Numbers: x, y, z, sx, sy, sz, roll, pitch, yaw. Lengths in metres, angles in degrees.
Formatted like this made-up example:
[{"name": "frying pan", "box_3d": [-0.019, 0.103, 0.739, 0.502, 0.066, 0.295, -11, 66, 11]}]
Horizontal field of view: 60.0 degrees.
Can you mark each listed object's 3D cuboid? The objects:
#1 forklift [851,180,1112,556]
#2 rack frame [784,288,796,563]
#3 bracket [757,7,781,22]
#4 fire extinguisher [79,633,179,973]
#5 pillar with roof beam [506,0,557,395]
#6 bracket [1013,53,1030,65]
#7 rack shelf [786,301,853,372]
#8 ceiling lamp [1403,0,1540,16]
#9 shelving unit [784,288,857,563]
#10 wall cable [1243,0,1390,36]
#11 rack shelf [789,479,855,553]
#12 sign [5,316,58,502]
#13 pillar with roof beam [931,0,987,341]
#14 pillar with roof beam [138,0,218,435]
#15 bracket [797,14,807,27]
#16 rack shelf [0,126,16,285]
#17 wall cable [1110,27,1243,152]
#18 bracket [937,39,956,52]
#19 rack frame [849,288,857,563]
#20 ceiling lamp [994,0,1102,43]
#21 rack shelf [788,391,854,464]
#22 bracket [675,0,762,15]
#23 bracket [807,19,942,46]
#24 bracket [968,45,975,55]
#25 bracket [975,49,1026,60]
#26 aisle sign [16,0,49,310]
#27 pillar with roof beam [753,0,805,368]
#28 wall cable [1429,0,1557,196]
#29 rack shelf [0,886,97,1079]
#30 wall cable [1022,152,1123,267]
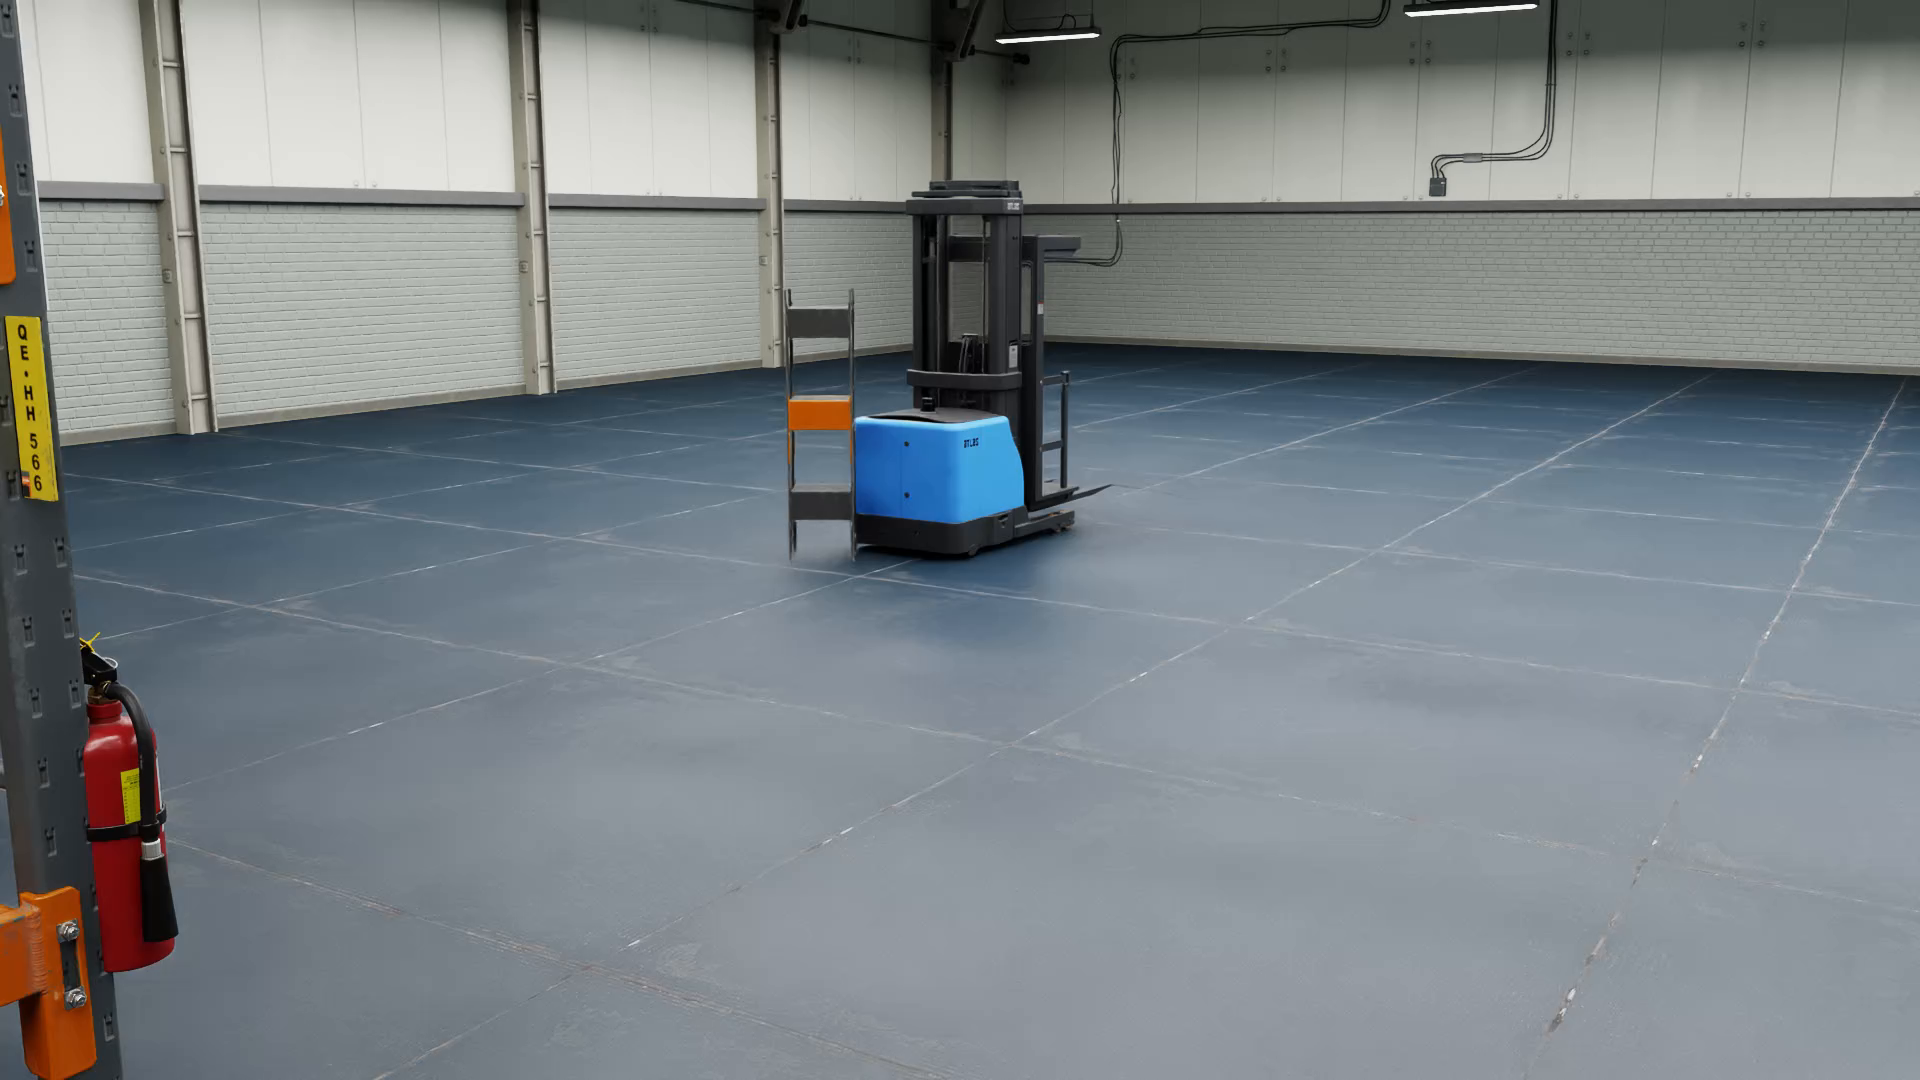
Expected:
[{"name": "forklift", "box_3d": [0.333, -1.541, 14.137, 1.130, 2.935, 3.031, 7, 12, 31]}, {"name": "rack frame", "box_3d": [-1.319, -0.892, 12.928, 0.015, 2.100, 0.400, 0, 11, 0]}, {"name": "bracket", "box_3d": [-3.411, -9.355, 29.602, 0.235, 0.232, 0.430, 6, 12, 31]}, {"name": "fire extinguisher", "box_3d": [-1.661, 0.499, 3.259, 0.296, 0.674, 0.183, 6, 12, 31]}, {"name": "pillar with roof beam", "box_3d": [-2.935, -6.330, 23.226, 9.100, 9.000, 0.400, 6, 12, 31]}, {"name": "bracket", "box_3d": [1.365, -10.802, 37.331, 0.235, 0.232, 0.430, 6, 12, 31]}, {"name": "rack shelf", "box_3d": [-1.075, -1.567, 12.803, 0.480, 0.518, 0.431, 0, 11, 0]}, {"name": "ceiling lamp", "box_3d": [7.985, -9.730, 25.525, 2.000, 3.185, 0.800, 6, 12, 31]}, {"name": "shelving unit", "box_3d": [-1.075, -0.892, 12.929, 0.503, 2.100, 0.431, 0, 11, 0]}, {"name": "wall cable", "box_3d": [7.232, -11.603, 33.746, 3.097, 2.526, 0.112, 6, 12, 31]}, {"name": "rack shelf", "box_3d": [-1.075, -0.191, 13.060, 0.480, 0.518, 0.431, 0, 11, 0]}, {"name": "sign", "box_3d": [-1.650, -0.233, 2.956, 0.100, 0.325, 0.005, 6, 12, 31]}, {"name": "pillar with roof beam", "box_3d": [3.295, -8.217, 33.307, 9.100, 9.000, 0.548, 6, 12, 31]}, {"name": "pillar with roof beam", "box_3d": [-6.050, -5.386, 18.185, 9.100, 9.000, 0.400, 6, 12, 31]}, {"name": "bracket", "box_3d": [-2.981, -9.485, 30.299, 0.235, 0.232, 0.430, 6, 12, 31]}, {"name": "rack shelf", "box_3d": [-3.152, -0.371, 1.501, 1.077, 0.370, 4.000, 6, 12, 31]}, {"name": "wall cable", "box_3d": [4.587, -9.663, 35.744, 3.097, 2.526, 0.112, 6, 12, 31]}, {"name": "bracket", "box_3d": [-0.296, -10.299, 34.642, 0.235, 0.232, 0.430, 6, 12, 31]}, {"name": "rack frame", "box_3d": [-0.831, -0.892, 12.930, 0.015, 2.100, 0.400, 0, 11, 0]}, {"name": "ceiling lamp", "box_3d": [1.669, -10.436, 29.296, 2.000, 3.185, 0.800, 6, 12, 31]}, {"name": "rack shelf", "box_3d": [-1.075, -0.879, 12.931, 0.480, 0.518, 0.431, 0, 11, 0]}, {"name": "bracket", "box_3d": [-4.749, -8.950, 27.438, 0.076, 0.066, 4.783, 6, 12, 31]}, {"name": "bracket", "box_3d": [-1.634, -9.893, 32.478, 0.076, 0.066, 4.783, 6, 12, 31]}, {"name": "bracket", "box_3d": [0.135, -10.429, 35.340, 0.235, 0.232, 0.430, 6, 12, 31]}, {"name": "bracket", "box_3d": [1.058, -10.709, 36.834, 0.076, 0.066, 3.189, 6, 12, 31]}, {"name": "aisle sign", "box_3d": [-1.825, -0.823, 3.051, 0.394, 0.787, 0.004, 6, 12, 31]}, {"name": "pillar with roof beam", "box_3d": [0.180, -7.274, 28.266, 9.100, 9.000, 0.548, 6, 12, 31]}, {"name": "wall cable", "box_3d": [10.381, -9.728, 32.133, 2.305, 6.003, 0.169, 6, 12, 31]}, {"name": "rack shelf", "box_3d": [-3.152, 1.104, 1.777, 1.077, 0.370, 4.000, 6, 12, 31]}, {"name": "wall cable", "box_3d": [2.275, -7.439, 37.589, 3.097, 2.526, 0.112, 6, 12, 31]}]
